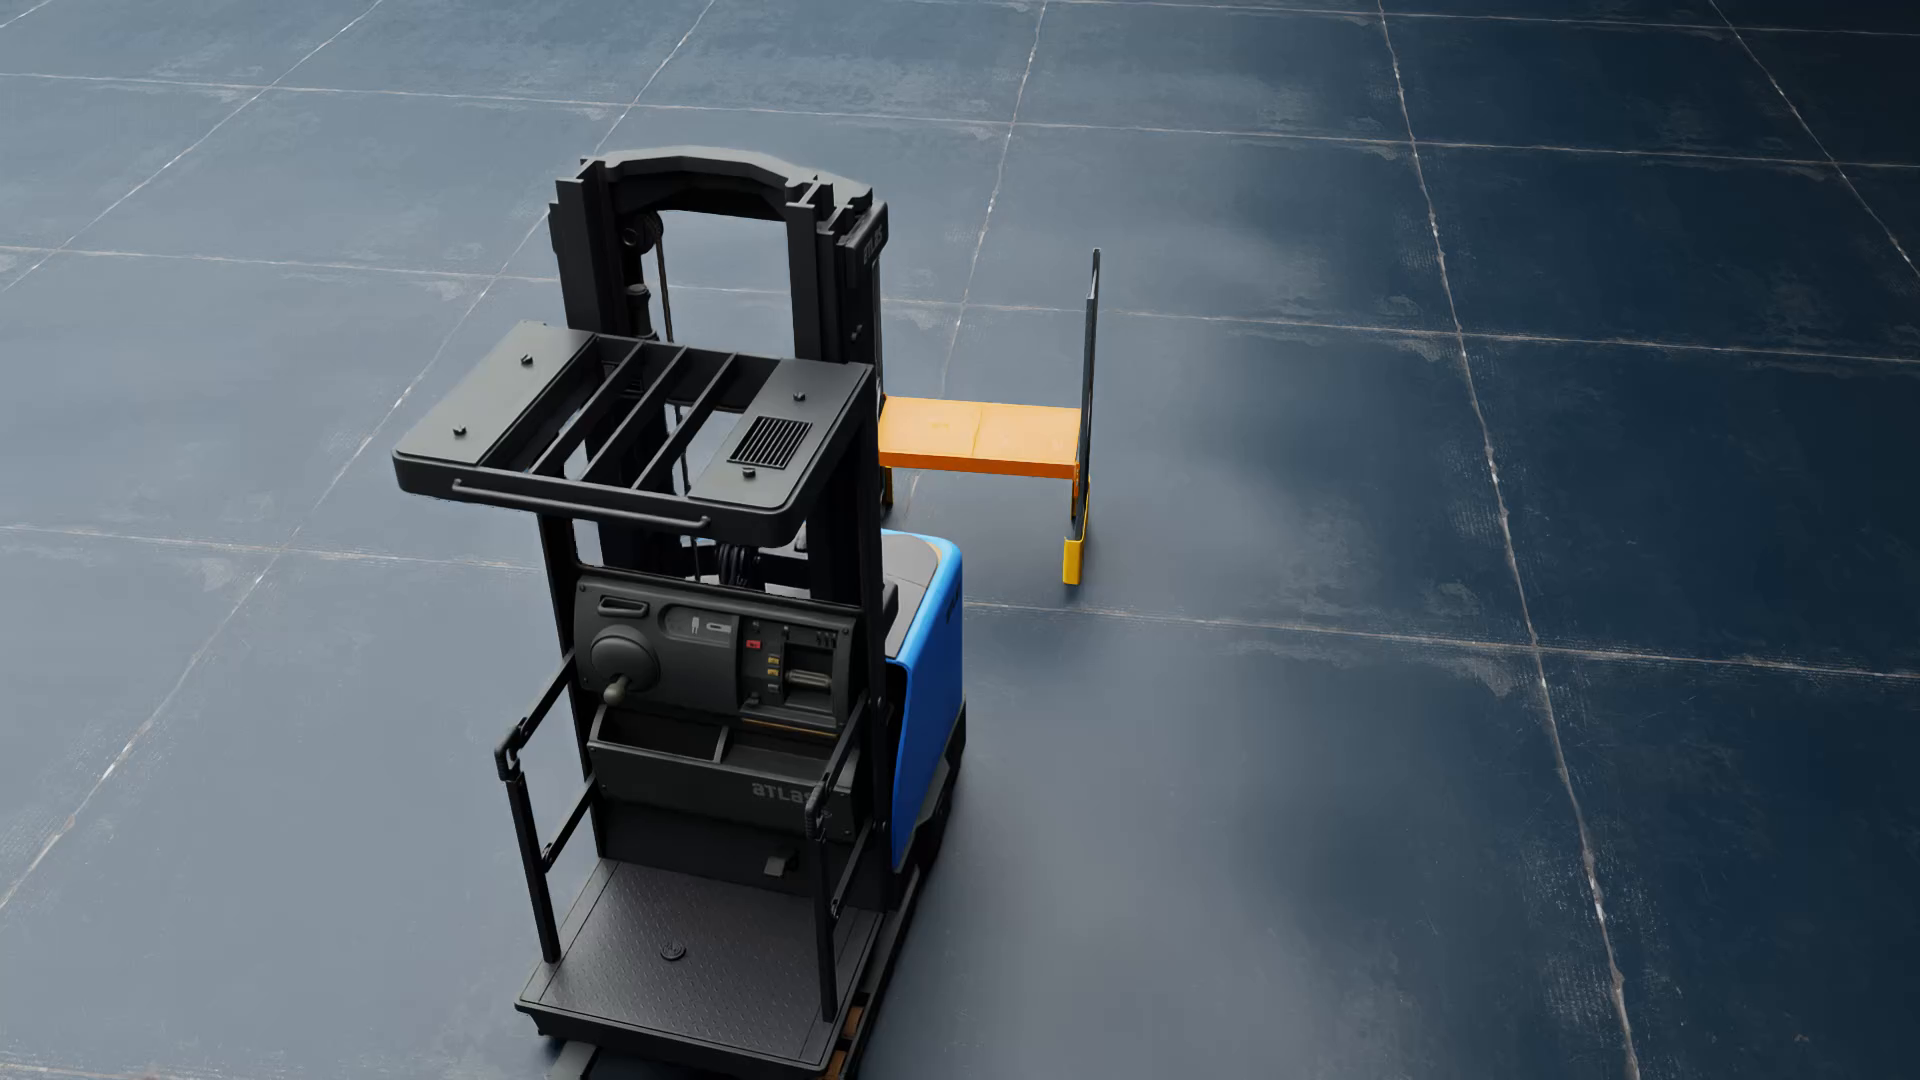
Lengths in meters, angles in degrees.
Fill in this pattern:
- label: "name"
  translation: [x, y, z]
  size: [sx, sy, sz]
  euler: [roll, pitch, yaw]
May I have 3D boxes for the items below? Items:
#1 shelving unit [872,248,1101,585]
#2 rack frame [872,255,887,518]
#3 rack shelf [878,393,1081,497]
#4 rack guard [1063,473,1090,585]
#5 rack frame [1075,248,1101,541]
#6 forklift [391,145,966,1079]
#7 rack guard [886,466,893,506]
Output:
- label: "shelving unit"
  translation: [0.076, -0.605, 7.806]
  size: [1.083, 1.500, 0.587]
  euler: [4, 36, 6]
- label: "rack frame"
  translation: [-0.420, -0.642, 7.858]
  size: [0.032, 1.500, 0.500]
  euler: [4, 36, 6]
- label: "rack shelf"
  translation: [0.085, -0.458, 7.910]
  size: [1.000, 0.185, 0.538]
  euler: [4, 36, 6]
- label: "rack guard"
  translation: [0.570, -0.059, 8.118]
  size: [0.087, 0.250, 0.587]
  euler: [4, 36, 6]
- label: "rack frame"
  translation: [0.589, -0.567, 7.753]
  size: [0.032, 1.500, 0.500]
  euler: [4, 36, 6]
- label: "forklift"
  translation: [-0.839, 0.438, 5.113]
  size: [1.130, 2.935, 3.031]
  euler: [8, 36, 12]
- label: "rack guard"
  translation: [-0.418, -0.133, 8.221]
  size: [0.087, 0.250, 0.587]
  euler: [4, 36, 6]
